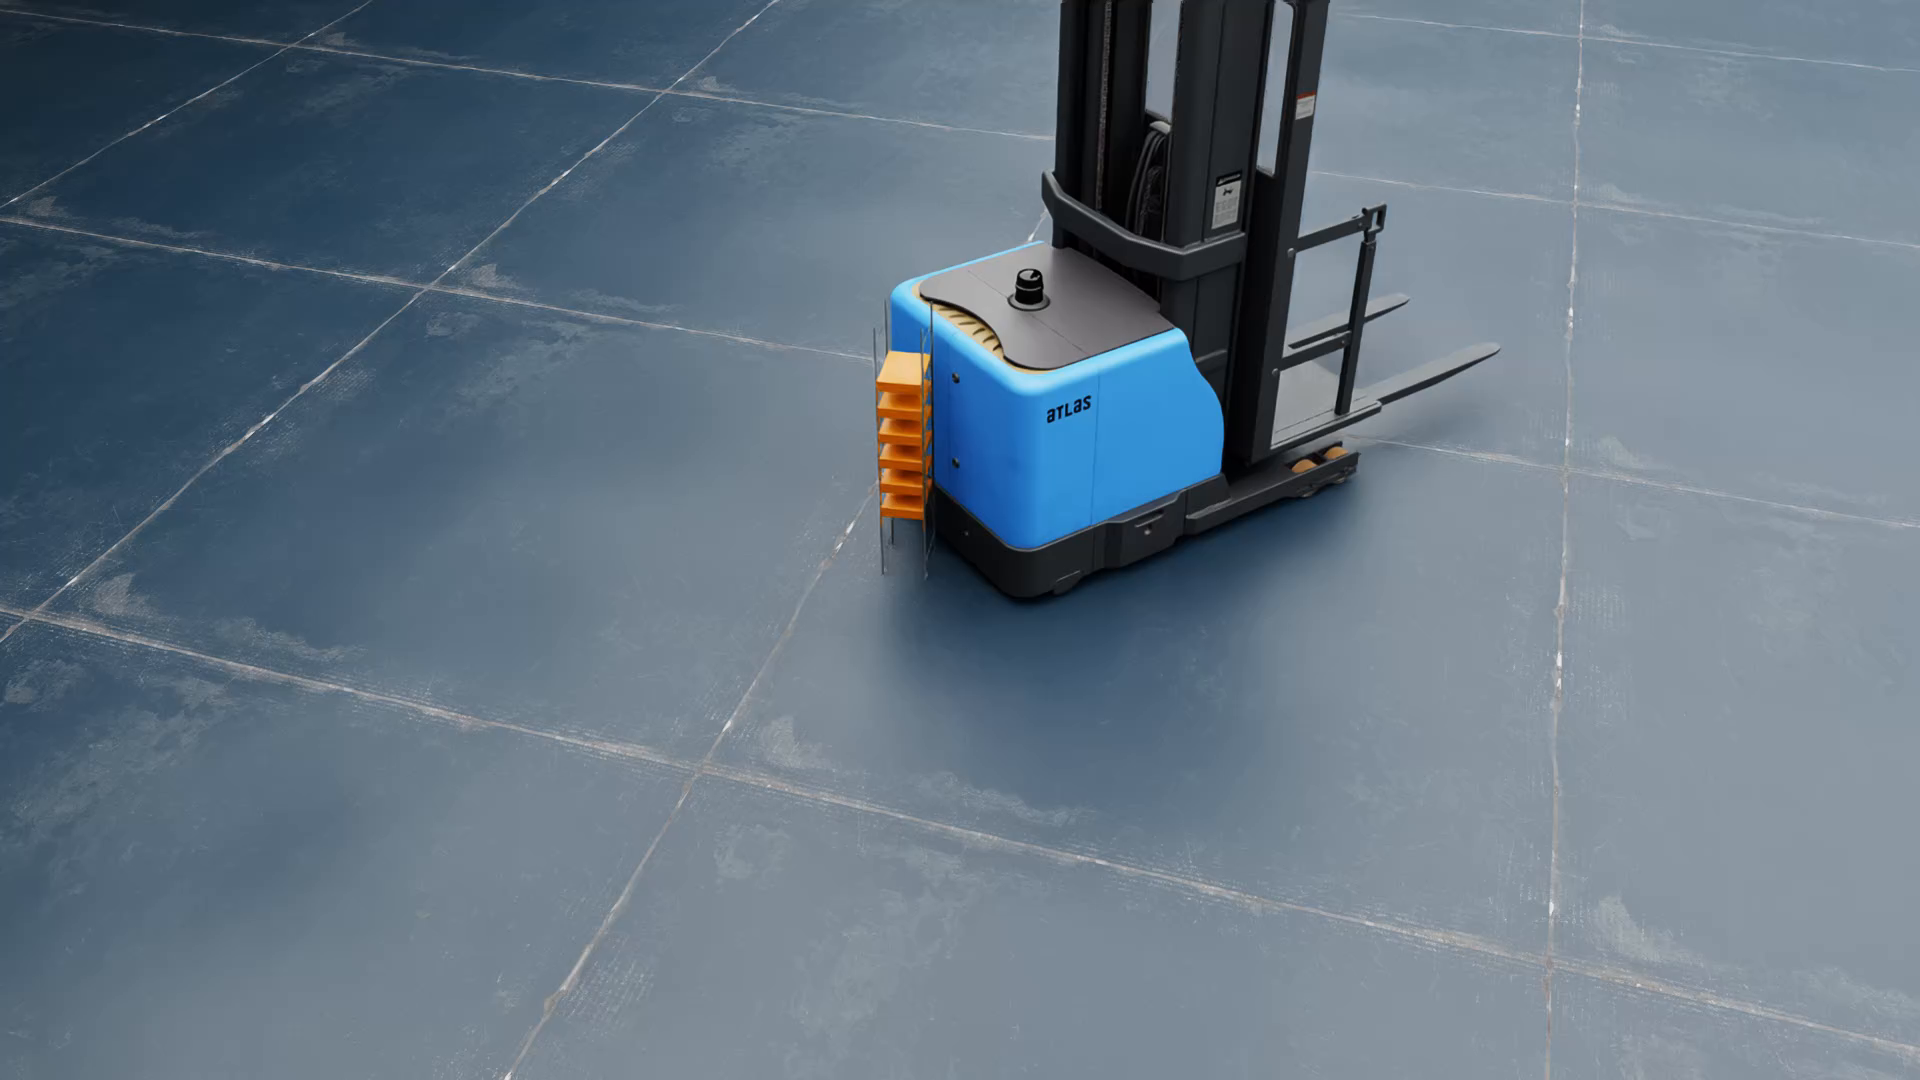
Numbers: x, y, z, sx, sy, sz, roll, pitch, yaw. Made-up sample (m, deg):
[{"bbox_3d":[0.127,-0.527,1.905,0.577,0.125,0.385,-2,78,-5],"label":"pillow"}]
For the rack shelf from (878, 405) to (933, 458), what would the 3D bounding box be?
[{"bbox_3d":[-0.218,-0.450,6.722,0.180,0.103,0.258,6,37,7],"label":"rack shelf"}]

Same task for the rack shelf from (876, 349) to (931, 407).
[{"bbox_3d":[-0.218,-0.644,6.580,0.180,0.103,0.258,6,37,7],"label":"rack shelf"}]

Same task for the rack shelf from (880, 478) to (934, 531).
[{"bbox_3d":[-0.218,-0.160,6.935,0.180,0.103,0.258,6,37,7],"label":"rack shelf"}]

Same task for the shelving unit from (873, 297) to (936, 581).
[{"bbox_3d":[-0.218,-0.389,6.767,0.189,1.200,0.258,6,37,7],"label":"shelving unit"}]

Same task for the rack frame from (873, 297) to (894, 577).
[{"bbox_3d":[-0.309,-0.398,6.779,0.006,1.200,0.240,6,37,7],"label":"rack frame"}]

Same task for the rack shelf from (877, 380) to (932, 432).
[{"bbox_3d":[-0.218,-0.547,6.651,0.180,0.103,0.258,6,37,7],"label":"rack shelf"}]

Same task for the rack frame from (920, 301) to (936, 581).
[{"bbox_3d":[-0.128,-0.381,6.755,0.006,1.200,0.240,6,37,7],"label":"rack frame"}]

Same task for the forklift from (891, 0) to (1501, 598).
[{"bbox_3d":[1.209,-1.615,6.972,3.031,2.935,1.130,-21,41,-26],"label":"forklift"}]

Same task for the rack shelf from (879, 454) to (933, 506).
[{"bbox_3d":[-0.218,-0.257,6.864,0.180,0.103,0.258,6,37,7],"label":"rack shelf"}]

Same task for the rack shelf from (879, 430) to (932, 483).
[{"bbox_3d":[-0.218,-0.354,6.793,0.180,0.103,0.258,6,37,7],"label":"rack shelf"}]
